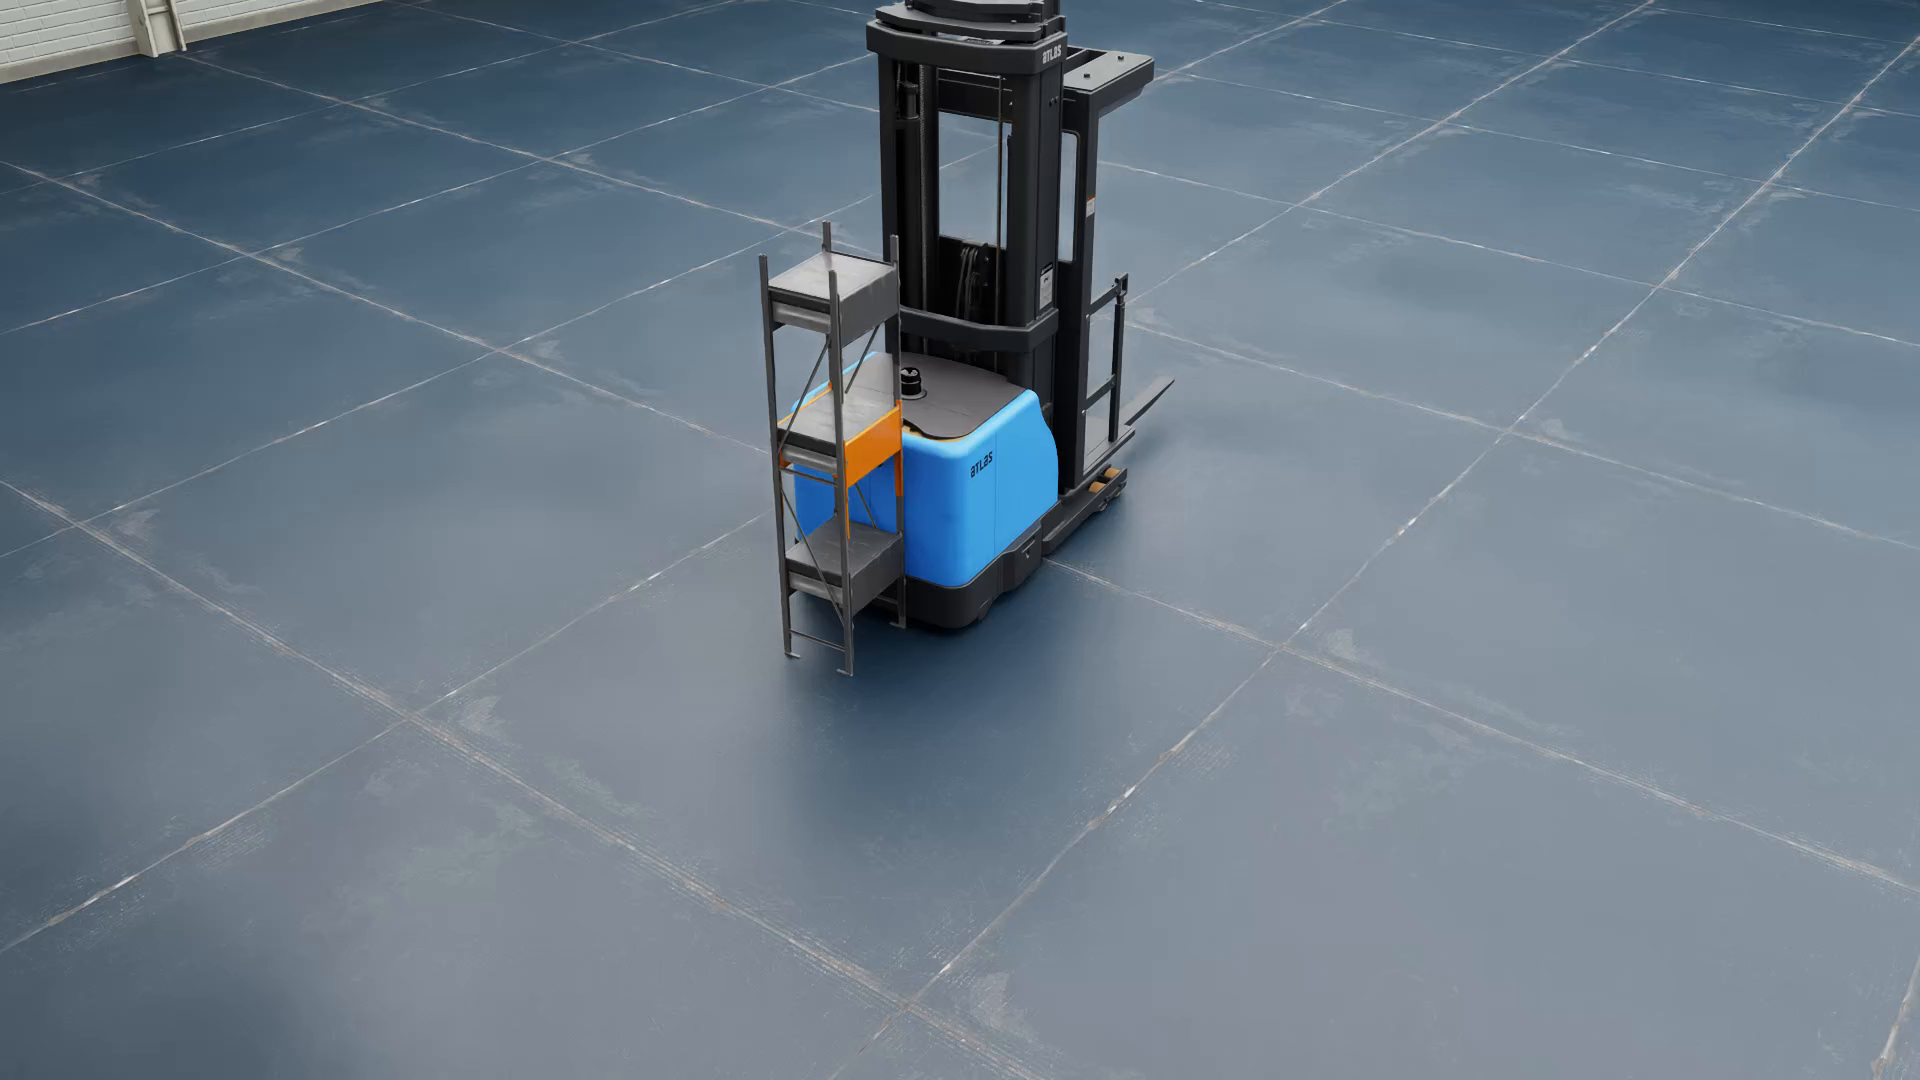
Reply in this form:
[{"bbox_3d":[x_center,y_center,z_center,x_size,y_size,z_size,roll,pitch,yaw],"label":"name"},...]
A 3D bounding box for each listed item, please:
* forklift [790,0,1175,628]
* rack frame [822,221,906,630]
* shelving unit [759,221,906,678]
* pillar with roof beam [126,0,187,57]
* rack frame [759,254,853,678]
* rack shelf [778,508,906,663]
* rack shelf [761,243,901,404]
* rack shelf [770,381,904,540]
[{"bbox_3d":[0.315,-1.534,8.964,1.130,2.935,3.031,17,34,26],"label":"forklift"},{"bbox_3d":[-0.452,-0.501,8.037,0.400,2.100,0.015,17,34,26],"label":"rack frame"},{"bbox_3d":[-0.575,-0.394,7.856,0.431,2.100,0.503,17,34,26],"label":"shelving unit"},{"bbox_3d":[-5.362,-7.936,13.815,9.100,9.000,0.400,21,37,31],"label":"pillar with roof beam"},{"bbox_3d":[-0.698,-0.287,7.674,0.400,2.100,0.015,17,34,26],"label":"rack frame"},{"bbox_3d":[-0.575,0.220,8.219,0.431,0.518,0.480,17,34,26],"label":"rack shelf"},{"bbox_3d":[-0.575,-0.985,7.506,0.431,0.518,0.480,17,34,26],"label":"rack shelf"},{"bbox_3d":[-0.575,-0.382,7.863,0.431,0.518,0.480,17,34,26],"label":"rack shelf"}]
